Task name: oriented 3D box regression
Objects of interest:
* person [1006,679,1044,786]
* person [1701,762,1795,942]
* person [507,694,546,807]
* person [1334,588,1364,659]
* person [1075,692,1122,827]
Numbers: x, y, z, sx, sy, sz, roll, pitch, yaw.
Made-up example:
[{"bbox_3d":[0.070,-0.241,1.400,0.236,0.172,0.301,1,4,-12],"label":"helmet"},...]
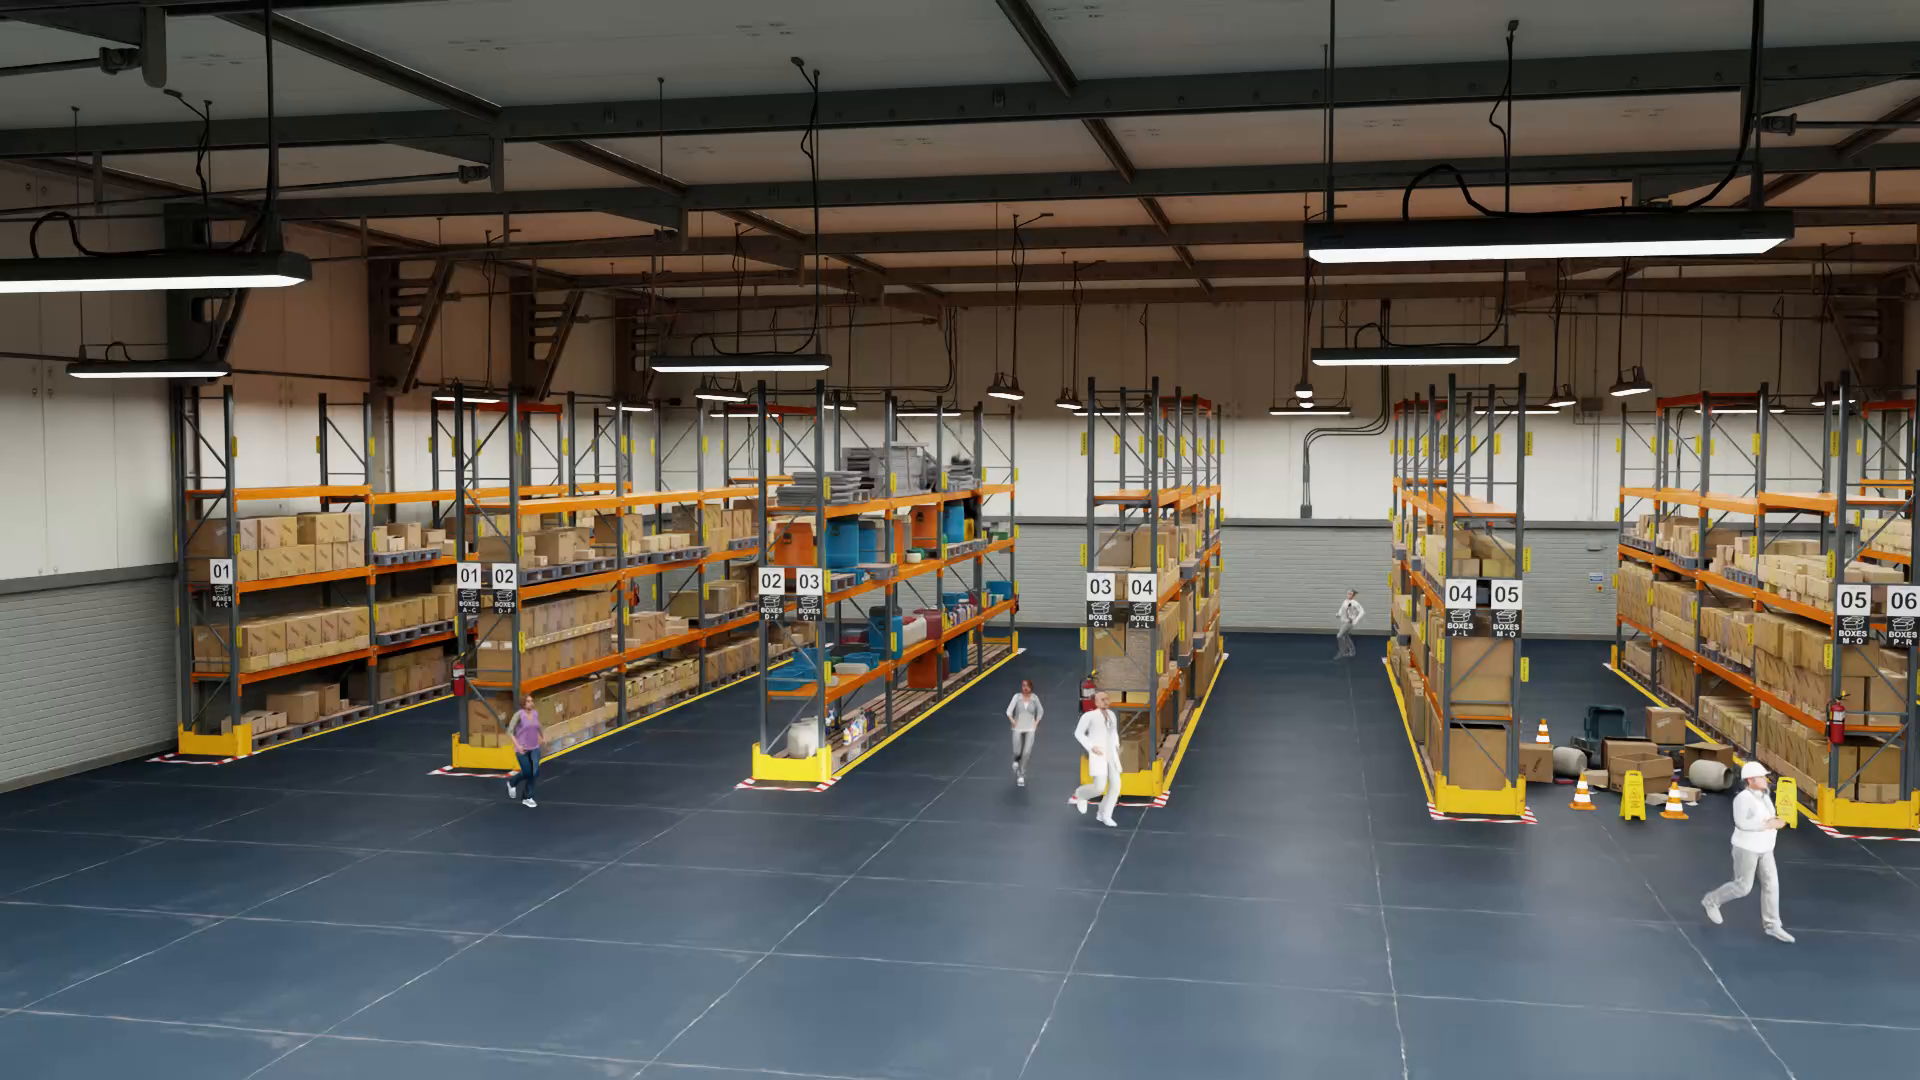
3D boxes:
[{"bbox_3d":[0.971,2.843,24.820,0.557,1.572,0.651,0,3,2],"label":"person"},{"bbox_3d":[8.075,3.133,16.987,0.676,1.751,0.931,-2,4,-36],"label":"person"},{"bbox_3d":[-6.077,2.933,23.260,0.538,1.560,0.559,3,4,41],"label":"person"},{"bbox_3d":[9.179,1.992,39.279,0.645,1.721,0.672,-1,3,-17],"label":"person"},{"bbox_3d":[1.878,2.907,22.179,0.718,1.758,0.651,-2,4,-35],"label":"person"}]
